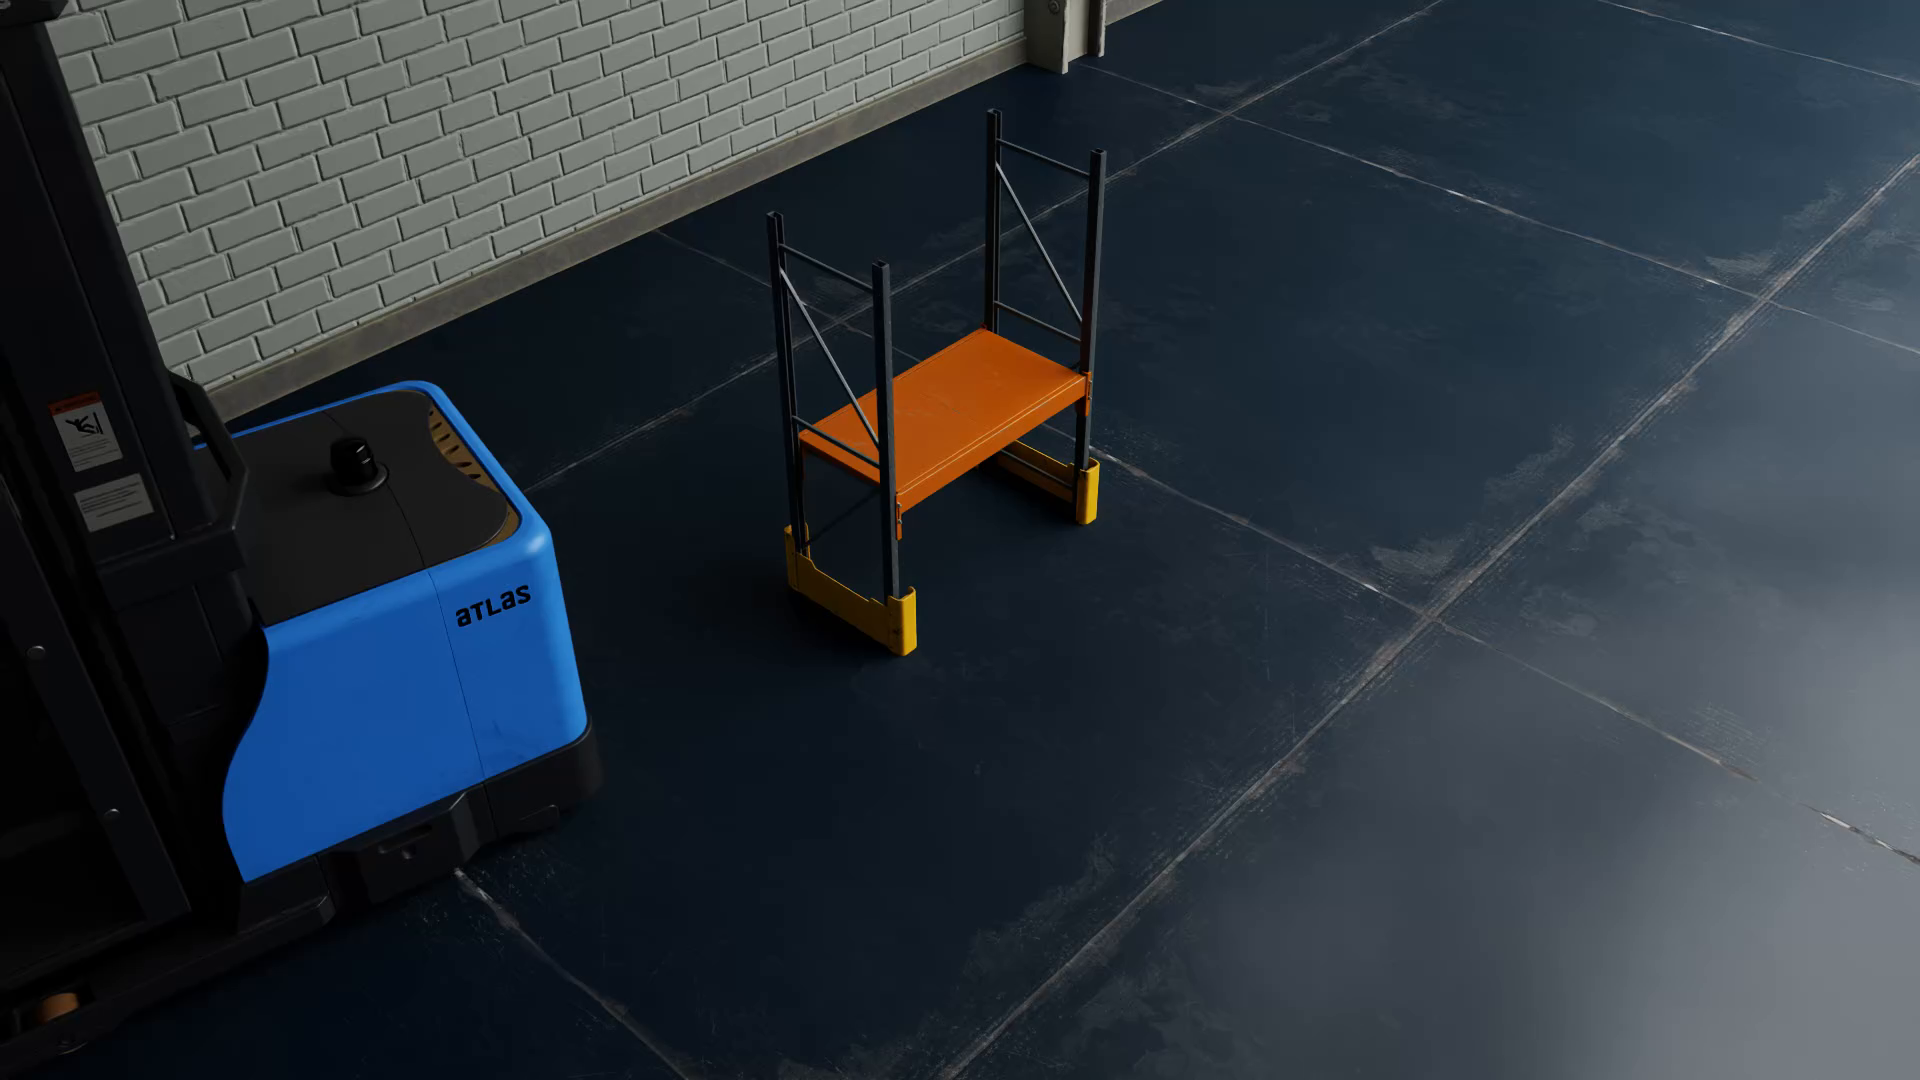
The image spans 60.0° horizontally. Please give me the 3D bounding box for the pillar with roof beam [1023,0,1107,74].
[{"bbox_3d":[3.790,-4.572,4.770,9.100,9.000,0.400,30,47,32],"label":"pillar with roof beam"}]

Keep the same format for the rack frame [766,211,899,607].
[{"bbox_3d":[-0.401,-0.314,5.440,0.500,1.500,0.032,30,47,32],"label":"rack frame"}]

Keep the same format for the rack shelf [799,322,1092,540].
[{"bbox_3d":[-0.058,-0.407,5.846,0.538,0.185,1.000,30,47,32],"label":"rack shelf"}]

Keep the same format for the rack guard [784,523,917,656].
[{"bbox_3d":[-0.387,0.166,5.840,0.587,0.250,0.087,30,47,32],"label":"rack guard"}]

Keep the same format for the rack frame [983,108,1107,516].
[{"bbox_3d":[0.285,-0.781,6.028,0.500,1.500,0.032,30,47,32],"label":"rack frame"}]

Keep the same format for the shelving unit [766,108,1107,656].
[{"bbox_3d":[-0.051,-0.552,5.739,0.587,1.500,1.083,30,47,32],"label":"shelving unit"}]

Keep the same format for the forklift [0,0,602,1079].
[{"bbox_3d":[-2.625,-0.067,3.979,3.031,2.935,1.130,-23,44,-26],"label":"forklift"}]

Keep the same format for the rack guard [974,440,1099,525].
[{"bbox_3d":[0.285,-0.292,6.416,0.587,0.250,0.087,30,47,32],"label":"rack guard"}]
